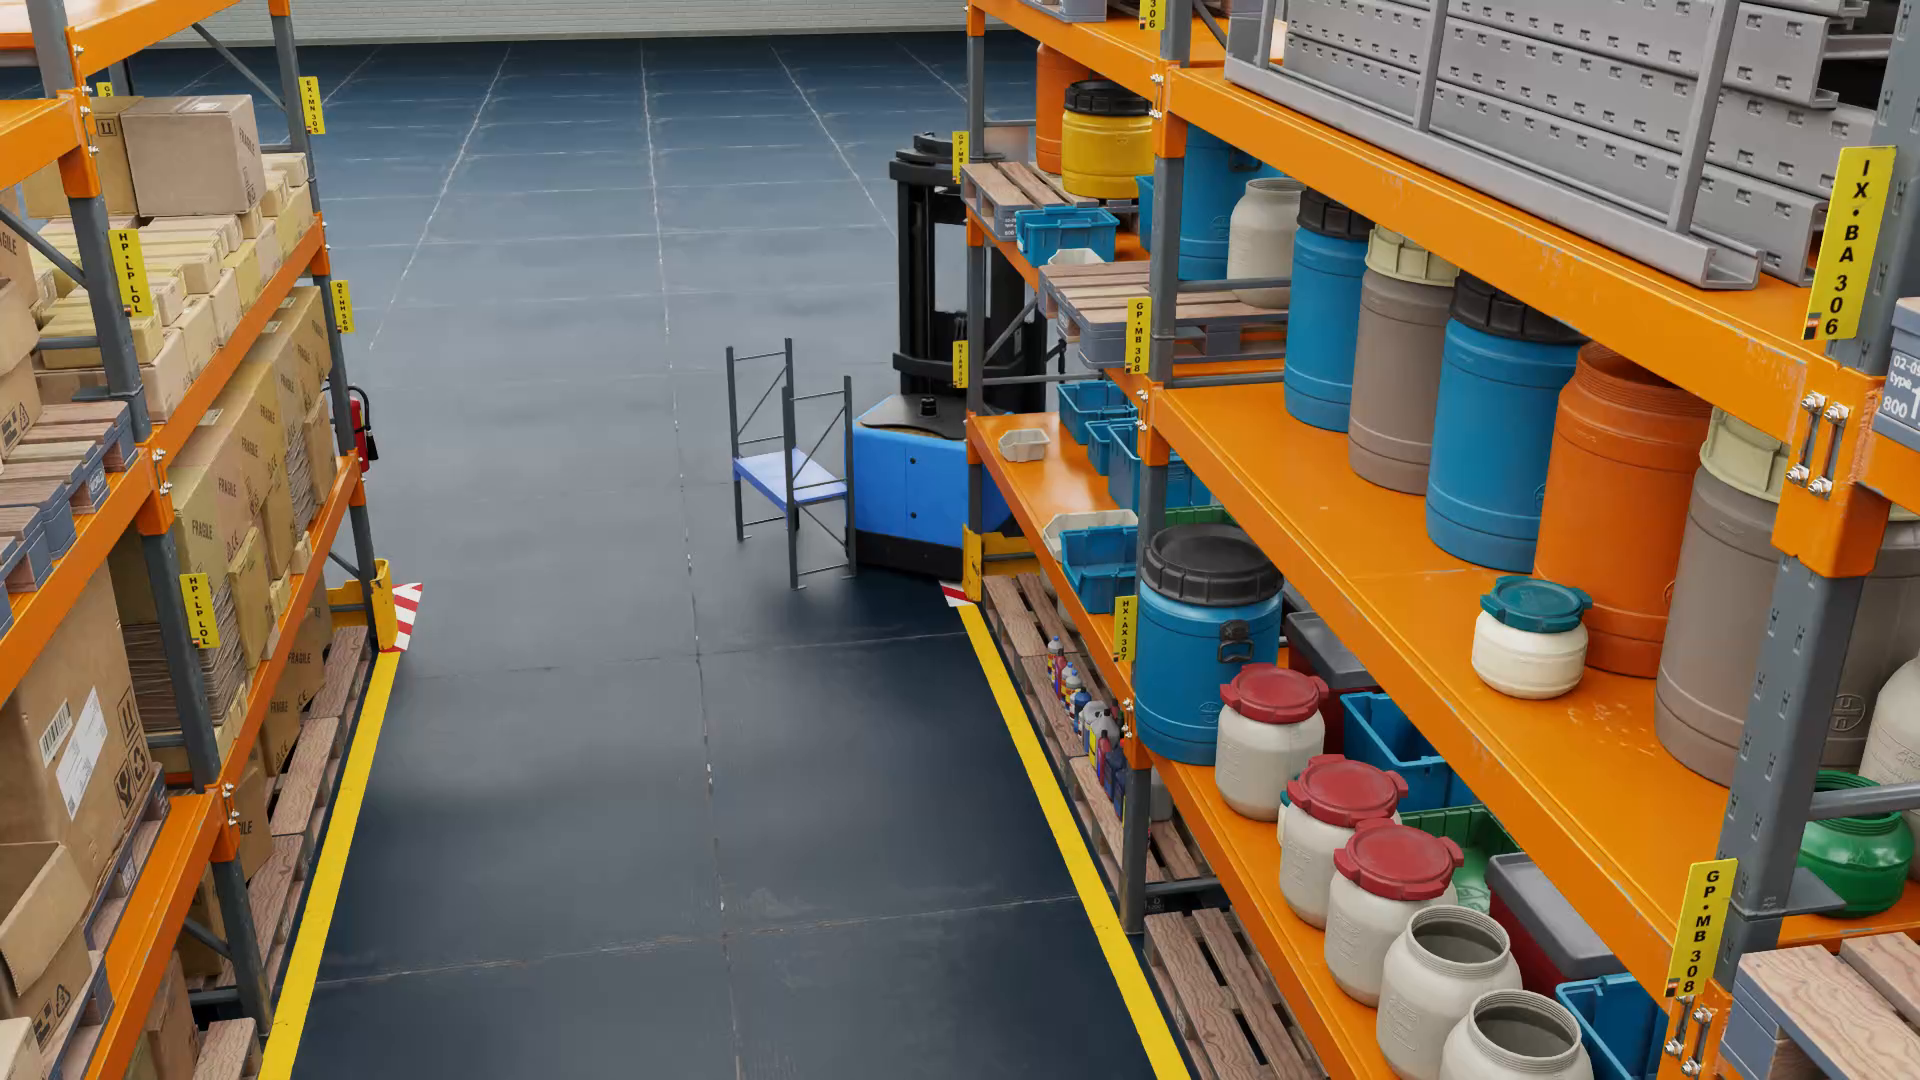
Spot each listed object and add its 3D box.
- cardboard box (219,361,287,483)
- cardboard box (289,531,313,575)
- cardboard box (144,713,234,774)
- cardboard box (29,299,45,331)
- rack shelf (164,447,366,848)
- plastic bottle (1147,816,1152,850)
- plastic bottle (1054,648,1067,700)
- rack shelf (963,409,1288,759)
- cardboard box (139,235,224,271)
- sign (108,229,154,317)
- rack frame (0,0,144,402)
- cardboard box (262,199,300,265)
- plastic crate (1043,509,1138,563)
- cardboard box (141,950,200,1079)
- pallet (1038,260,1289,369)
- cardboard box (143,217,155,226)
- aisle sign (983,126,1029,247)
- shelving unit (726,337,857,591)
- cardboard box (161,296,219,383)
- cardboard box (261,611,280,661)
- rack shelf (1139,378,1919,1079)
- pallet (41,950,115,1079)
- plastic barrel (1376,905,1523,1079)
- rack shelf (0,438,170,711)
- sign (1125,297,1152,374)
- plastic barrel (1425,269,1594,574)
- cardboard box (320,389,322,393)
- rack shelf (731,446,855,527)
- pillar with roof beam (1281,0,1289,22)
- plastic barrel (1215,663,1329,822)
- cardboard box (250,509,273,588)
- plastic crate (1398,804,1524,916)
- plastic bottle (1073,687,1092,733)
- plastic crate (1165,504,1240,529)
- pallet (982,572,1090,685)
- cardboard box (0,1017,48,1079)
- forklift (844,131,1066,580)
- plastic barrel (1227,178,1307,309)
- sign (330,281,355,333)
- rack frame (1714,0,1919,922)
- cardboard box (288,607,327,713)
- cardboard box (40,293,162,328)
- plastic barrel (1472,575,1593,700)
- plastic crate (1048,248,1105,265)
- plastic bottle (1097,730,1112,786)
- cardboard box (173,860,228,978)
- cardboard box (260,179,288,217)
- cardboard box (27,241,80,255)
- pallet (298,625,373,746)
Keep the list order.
[{"bbox_3d":[-3.704,-0.567,8.297,0.500,0.500,0.500,-4,24,-10],"label":"cardboard box"},{"bbox_3d":[-3.685,0.079,8.878,0.380,0.149,0.250,-4,24,-10],"label":"cardboard box"},{"bbox_3d":[-3.326,0.866,7.075,0.380,0.149,0.250,-4,24,-10],"label":"cardboard box"},{"bbox_3d":[-3.886,-0.849,6.630,0.380,0.149,0.250,-4,24,-9],"label":"cardboard box"},{"bbox_3d":[-3.952,0.401,8.725,1.077,0.370,4.000,-4,24,-10],"label":"rack shelf"},{"bbox_3d":[0.912,1.453,8.365,0.097,0.201,0.097,0,24,0],"label":"plastic bottle"},{"bbox_3d":[0.599,0.788,9.785,0.061,0.283,0.133,-4,24,-9],"label":"plastic bottle"},{"bbox_3d":[0.916,0.035,9.564,1.077,0.370,4.000,-4,24,-10],"label":"rack shelf"},{"bbox_3d":[-3.617,-1.291,7.643,0.380,0.149,0.250,-5,24,-11],"label":"cardboard box"},{"bbox_3d":[-3.037,-0.976,6.095,0.100,0.325,0.005,-4,24,-10],"label":"sign"},{"bbox_3d":[-3.582,-1.891,5.579,1.000,3.000,0.127,-4,24,-10],"label":"rack frame"},{"bbox_3d":[-3.888,-1.654,8.972,0.500,0.250,0.500,-4,24,-9],"label":"cardboard box"},{"bbox_3d":[0.736,-0.008,9.091,0.530,0.136,0.437,-4,24,-10],"label":"plastic crate"},{"bbox_3d":[-3.489,2.045,6.636,0.700,0.500,0.500,-6,24,-14],"label":"cardboard box"},{"bbox_3d":[1.056,-1.073,7.690,1.213,0.211,1.003,-4,24,-10],"label":"pallet"},{"bbox_3d":[-4.356,-1.671,8.512,0.380,0.149,0.250,-4,24,-10],"label":"cardboard box"},{"bbox_3d":[0.245,-2.280,10.717,0.394,0.787,0.004,-4,24,-10],"label":"aisle sign"},{"bbox_3d":[-1.209,-0.562,11.905,0.538,1.500,1.048,-12,26,-26],"label":"shelving unit"},{"bbox_3d":[-3.516,-0.851,7.134,0.500,0.250,0.500,-5,24,-10],"label":"cardboard box"},{"bbox_3d":[-3.494,0.472,7.978,0.380,0.149,0.250,-4,24,-10],"label":"cardboard box"},{"bbox_3d":[1.656,0.233,5.362,1.077,0.370,4.000,-4,24,-10],"label":"rack shelf"},{"bbox_3d":[-3.248,1.744,4.992,1.003,0.211,1.213,-4,24,-10],"label":"pallet"},{"bbox_3d":[1.547,1.459,5.264,0.421,0.512,0.421,0,24,0],"label":"plastic barrel"},{"bbox_3d":[-3.212,0.600,4.522,1.077,0.370,4.000,-4,24,-10],"label":"rack shelf"},{"bbox_3d":[0.743,-0.851,6.934,0.100,0.325,0.005,-4,24,-10],"label":"sign"},{"bbox_3d":[1.835,-0.414,5.319,0.600,0.901,0.708,-4,24,-10],"label":"plastic barrel"},{"bbox_3d":[-4.247,-0.679,9.803,0.875,0.500,0.500,-4,24,-10],"label":"cardboard box"},{"bbox_3d":[-1.209,-0.397,11.977,0.538,0.185,1.000,-12,26,-26],"label":"rack shelf"},{"bbox_3d":[2.593,-13.474,32.101,9.100,9.000,0.400,-4,24,-10],"label":"pillar with roof beam"},{"bbox_3d":[1.247,0.822,6.693,0.433,0.535,0.433,0,24,0],"label":"plastic barrel"},{"bbox_3d":[-3.854,0.106,8.006,0.875,0.500,0.500,-4,24,-10],"label":"cardboard box"},{"bbox_3d":[1.885,1.253,6.141,0.450,0.188,0.662,-4,24,-10],"label":"plastic crate"},{"bbox_3d":[0.694,0.957,9.413,0.097,0.271,0.097,0,24,0],"label":"plastic bottle"},{"bbox_3d":[1.312,0.034,8.932,0.450,0.188,0.662,-4,24,-10],"label":"plastic crate"},{"bbox_3d":[0.751,0.542,10.987,1.003,0.211,1.213,-4,24,-10],"label":"pallet"},{"bbox_3d":[-2.926,1.632,4.672,0.500,0.250,0.500,-5,24,-11],"label":"cardboard box"},{"bbox_3d":[0.219,-1.621,12.541,1.130,2.935,3.031,10,25,21],"label":"forklift"},{"bbox_3d":[1.399,-1.311,7.334,0.421,0.512,0.421,0,24,0],"label":"plastic barrel"},{"bbox_3d":[-3.772,-1.424,10.163,0.100,0.325,0.005,-4,24,-10],"label":"sign"},{"bbox_3d":[2.025,-0.684,2.816,1.000,3.000,0.127,-4,24,-10],"label":"rack frame"},{"bbox_3d":[-4.078,0.717,9.701,0.500,0.500,0.500,2,24,4],"label":"cardboard box"},{"bbox_3d":[-3.455,-0.881,6.703,0.380,0.149,0.250,-5,24,-12],"label":"cardboard box"},{"bbox_3d":[1.561,0.271,4.550,0.301,0.262,0.301,0,24,0],"label":"plastic barrel"},{"bbox_3d":[0.592,-1.364,8.449,0.243,0.136,0.396,-4,24,-10],"label":"plastic crate"},{"bbox_3d":[0.777,1.166,8.919,0.061,0.283,0.133,-3,24,-6],"label":"plastic bottle"},{"bbox_3d":[-3.617,1.651,7.563,0.500,0.500,0.500,-5,24,-11],"label":"cardboard box"},{"bbox_3d":[-3.803,-1.810,8.831,0.380,0.149,0.250,-4,24,-9],"label":"cardboard box"},{"bbox_3d":[-4.175,-1.255,7.560,0.380,0.149,0.250,-3,24,-7],"label":"cardboard box"},{"bbox_3d":[-4.192,0.915,10.134,1.003,0.211,1.213,-4,24,-10],"label":"pallet"}]
